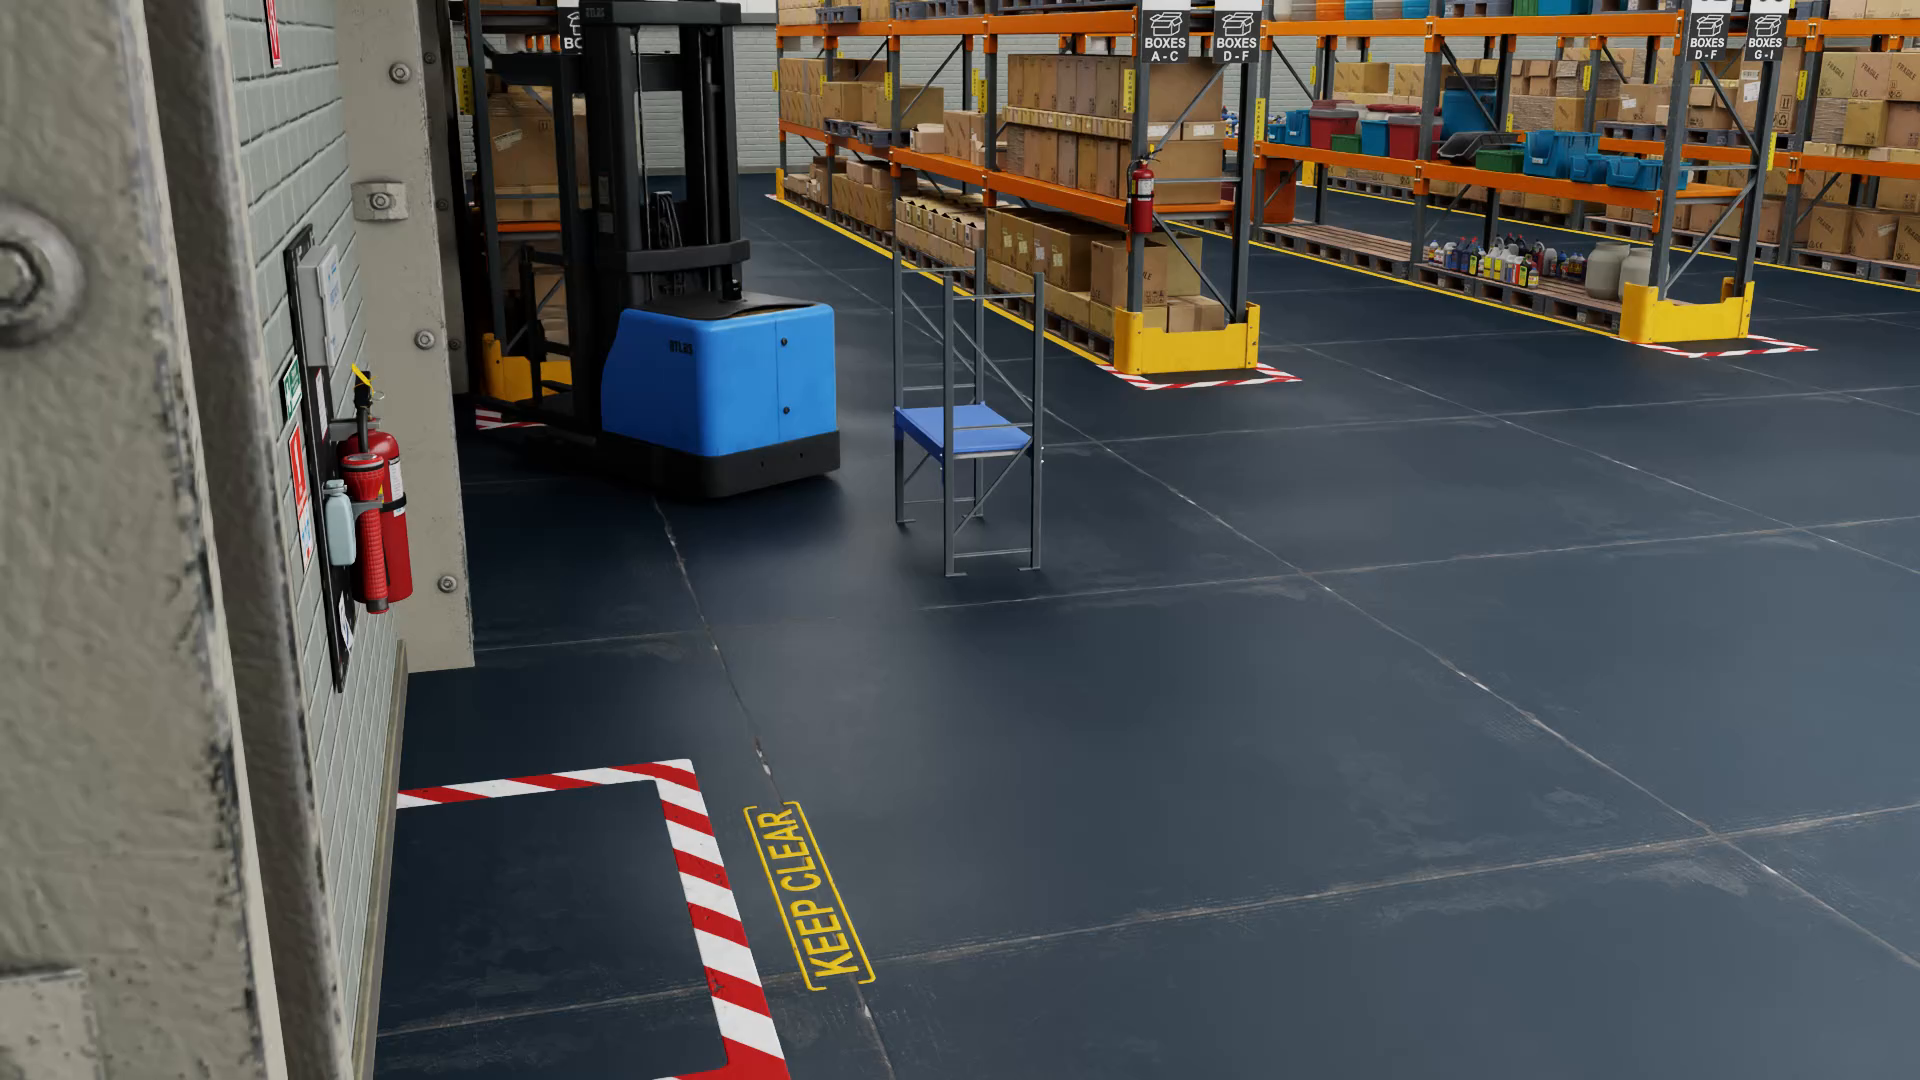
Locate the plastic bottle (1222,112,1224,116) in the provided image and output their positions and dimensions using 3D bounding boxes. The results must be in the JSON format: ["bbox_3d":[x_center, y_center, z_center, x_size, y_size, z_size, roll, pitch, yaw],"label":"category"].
[{"bbox_3d":[3.857,-6.172,24.509,0.097,0.271,0.097,0,17,0],"label":"plastic bottle"}]

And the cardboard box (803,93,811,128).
[{"bbox_3d":[-2.120,-6.632,25.644,0.500,0.500,0.500,-4,17,-14],"label":"cardboard box"}]

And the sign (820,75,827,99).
[{"bbox_3d":[-1.970,-6.552,24.044,0.100,0.325,0.005,-5,17,-15],"label":"sign"}]

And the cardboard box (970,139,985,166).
[{"bbox_3d":[0.330,-4.134,17.733,0.396,0.266,0.258,-5,17,-17],"label":"cardboard box"}]

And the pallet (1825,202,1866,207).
[{"bbox_3d":[13.759,-5.103,25.573,1.003,0.211,1.213,-5,17,-15],"label":"pallet"}]

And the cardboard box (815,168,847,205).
[{"bbox_3d":[-1.879,-5.331,25.065,0.500,0.500,0.500,-5,17,-15],"label":"cardboard box"}]

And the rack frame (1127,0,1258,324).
[{"bbox_3d":[1.848,-2.863,13.268,1.000,3.000,0.127,-5,17,-15],"label":"rack frame"}]

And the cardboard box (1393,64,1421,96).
[{"bbox_3d":[7.559,-7.639,27.609,0.500,0.500,0.500,-5,17,-15],"label":"cardboard box"}]

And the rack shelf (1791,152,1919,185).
[{"bbox_3d":[10.824,-3.854,17.818,1.077,0.370,4.000,-5,17,-15],"label":"rack shelf"}]

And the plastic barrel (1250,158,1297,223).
[{"bbox_3d":[4.262,-4.762,22.633,0.600,0.830,0.708,-5,17,-15],"label":"plastic barrel"}]

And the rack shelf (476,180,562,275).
[{"bbox_3d":[-3.464,-2.679,13.906,1.077,0.370,4.000,-5,17,-15],"label":"rack shelf"}]

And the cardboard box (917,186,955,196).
[{"bbox_3d":[-0.350,-4.382,21.907,0.500,0.500,0.500,-5,18,-17],"label":"cardboard box"}]

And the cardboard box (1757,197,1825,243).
[{"bbox_3d":[10.126,-3.936,20.423,0.700,0.500,0.500,-6,18,-20],"label":"cardboard box"}]

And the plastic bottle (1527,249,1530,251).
[{"bbox_3d":[6.104,-3.019,17.747,0.061,0.283,0.133,-4,17,-12],"label":"plastic bottle"}]

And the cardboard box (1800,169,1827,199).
[{"bbox_3d":[13.401,-5.531,25.767,0.500,0.500,0.500,-4,17,-13],"label":"cardboard box"}]

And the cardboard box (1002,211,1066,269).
[{"bbox_3d":[0.720,-2.922,16.211,0.500,0.500,0.500,-5,17,-15],"label":"cardboard box"}]

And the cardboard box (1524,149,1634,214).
[{"bbox_3d":[9.006,-5.234,24.125,1.225,0.875,0.875,-6,18,-18],"label":"cardboard box"}]

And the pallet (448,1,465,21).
[{"bbox_3d":[-5.341,-6.203,19.503,1.213,0.211,1.003,-4,17,-13],"label":"pallet"}]

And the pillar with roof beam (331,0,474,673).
[{"bbox_3d":[1.850,-4.149,7.123,9.100,9.000,0.400,-5,17,-15],"label":"pillar with roof beam"}]

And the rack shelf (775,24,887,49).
[{"bbox_3d":[-2.000,-7.827,25.832,1.077,0.370,4.000,-5,17,-15],"label":"rack shelf"}]

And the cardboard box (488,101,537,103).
[{"bbox_3d":[-3.946,-3.584,14.590,0.500,0.500,0.500,-5,17,-16],"label":"cardboard box"}]

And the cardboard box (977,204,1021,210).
[{"bbox_3d":[0.451,-3.681,19.068,0.500,0.311,0.500,-4,17,-14],"label":"cardboard box"}]

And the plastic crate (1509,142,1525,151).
[{"bbox_3d":[6.077,-4.004,17.326,0.499,0.251,0.616,-5,17,-15],"label":"plastic crate"}]

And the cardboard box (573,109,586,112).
[{"bbox_3d":[-2.882,-3.060,12.849,0.500,0.500,0.500,-5,17,-15],"label":"cardboard box"}]

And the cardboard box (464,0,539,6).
[{"bbox_3d":[-3.272,-4.060,11.830,0.500,0.500,0.500,-3,17,-11],"label":"cardboard box"}]

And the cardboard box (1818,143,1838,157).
[{"bbox_3d":[10.101,-4.478,19.081,0.380,0.149,0.250,-5,17,-15],"label":"cardboard box"}]

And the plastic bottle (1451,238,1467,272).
[{"bbox_3d":[5.335,-3.046,17.717,0.144,0.351,0.185,-4,17,-14],"label":"plastic bottle"}]

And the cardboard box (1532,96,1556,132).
[{"bbox_3d":[8.670,-6.161,24.075,0.500,0.500,0.500,-5,17,-16],"label":"cardboard box"}]

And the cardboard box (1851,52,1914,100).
[{"bbox_3d":[10.293,-5.138,18.413,0.500,0.500,0.500,-5,17,-15],"label":"cardboard box"}]

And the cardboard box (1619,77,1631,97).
[{"bbox_3d":[12.071,-8.056,29.867,0.500,0.500,0.500,-5,17,-17],"label":"cardboard box"}]

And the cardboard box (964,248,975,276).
[{"bbox_3d":[0.356,-2.945,17.593,0.500,0.250,0.500,-5,17,-16],"label":"cardboard box"}]

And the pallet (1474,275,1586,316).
[{"bbox_3d":[5.996,-2.497,16.898,1.003,0.211,1.213,-5,17,-15],"label":"pallet"}]

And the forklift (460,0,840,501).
[{"bbox_3d":[-2.147,-1.971,10.418,3.031,2.935,1.130,15,23,41],"label":"forklift"}]

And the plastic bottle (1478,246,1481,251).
[{"bbox_3d":[5.491,-2.977,17.627,0.097,0.271,0.097,0,17,0],"label":"plastic bottle"}]

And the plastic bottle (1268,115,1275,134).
[{"bbox_3d":[4.372,-5.813,23.313,0.097,0.271,0.097,0,17,0],"label":"plastic bottle"}]

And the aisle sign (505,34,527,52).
[{"bbox_3d":[-7.042,-8.185,26.466,0.394,0.787,0.004,-5,17,-15],"label":"aisle sign"}]

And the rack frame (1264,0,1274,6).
[{"bbox_3d":[4.413,-8.339,21.073,1.000,3.000,0.127,-5,17,-15],"label":"rack frame"}]

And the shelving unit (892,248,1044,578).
[{"bbox_3d":[0.023,-0.695,8.658,0.538,1.500,1.048,-5,17,-15],"label":"shelving unit"}]

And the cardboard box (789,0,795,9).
[{"bbox_3d":[-2.384,-8.453,26.058,0.500,0.250,0.500,-5,17,-15],"label":"cardboard box"}]

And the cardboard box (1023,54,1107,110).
[{"bbox_3d":[1.017,-4.377,15.879,0.700,0.500,0.500,-5,17,-15],"label":"cardboard box"}]

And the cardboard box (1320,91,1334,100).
[{"bbox_3d":[6.849,-7.987,30.072,0.500,0.250,0.500,-5,17,-17],"label":"cardboard box"}]

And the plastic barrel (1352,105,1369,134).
[{"bbox_3d":[5.017,-5.136,20.641,0.421,0.512,0.421,0,17,0],"label":"plastic barrel"}]

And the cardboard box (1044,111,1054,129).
[{"bbox_3d":[0.994,-3.882,15.360,0.380,0.149,0.250,-5,17,-17],"label":"cardboard box"}]

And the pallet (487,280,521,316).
[{"bbox_3d":[-4.229,-2.456,16.762,1.003,0.211,1.213,-5,17,-15],"label":"pallet"}]

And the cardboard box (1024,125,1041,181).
[{"bbox_3d":[1.028,-3.749,16.047,0.700,0.500,0.500,-5,17,-16],"label":"cardboard box"}]

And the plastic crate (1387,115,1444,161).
[{"bbox_3d":[5.085,-4.500,18.608,0.402,0.464,0.583,-5,17,-15],"label":"plastic crate"}]

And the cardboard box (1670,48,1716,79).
[{"bbox_3d":[12.484,-8.106,28.296,0.500,0.500,0.500,-5,18,-17],"label":"cardboard box"}]

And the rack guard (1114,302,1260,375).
[{"bbox_3d":[1.855,-1.659,13.606,1.175,0.500,0.348,-5,17,-15],"label":"rack guard"}]

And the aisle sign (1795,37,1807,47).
[{"bbox_3d":[16.783,-10.144,32.988,0.394,0.787,0.004,-5,17,-15],"label":"aisle sign"}]

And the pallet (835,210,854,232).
[{"bbox_3d":[-1.190,-4.625,23.981,1.003,0.211,1.213,-5,17,-15],"label":"pallet"}]
